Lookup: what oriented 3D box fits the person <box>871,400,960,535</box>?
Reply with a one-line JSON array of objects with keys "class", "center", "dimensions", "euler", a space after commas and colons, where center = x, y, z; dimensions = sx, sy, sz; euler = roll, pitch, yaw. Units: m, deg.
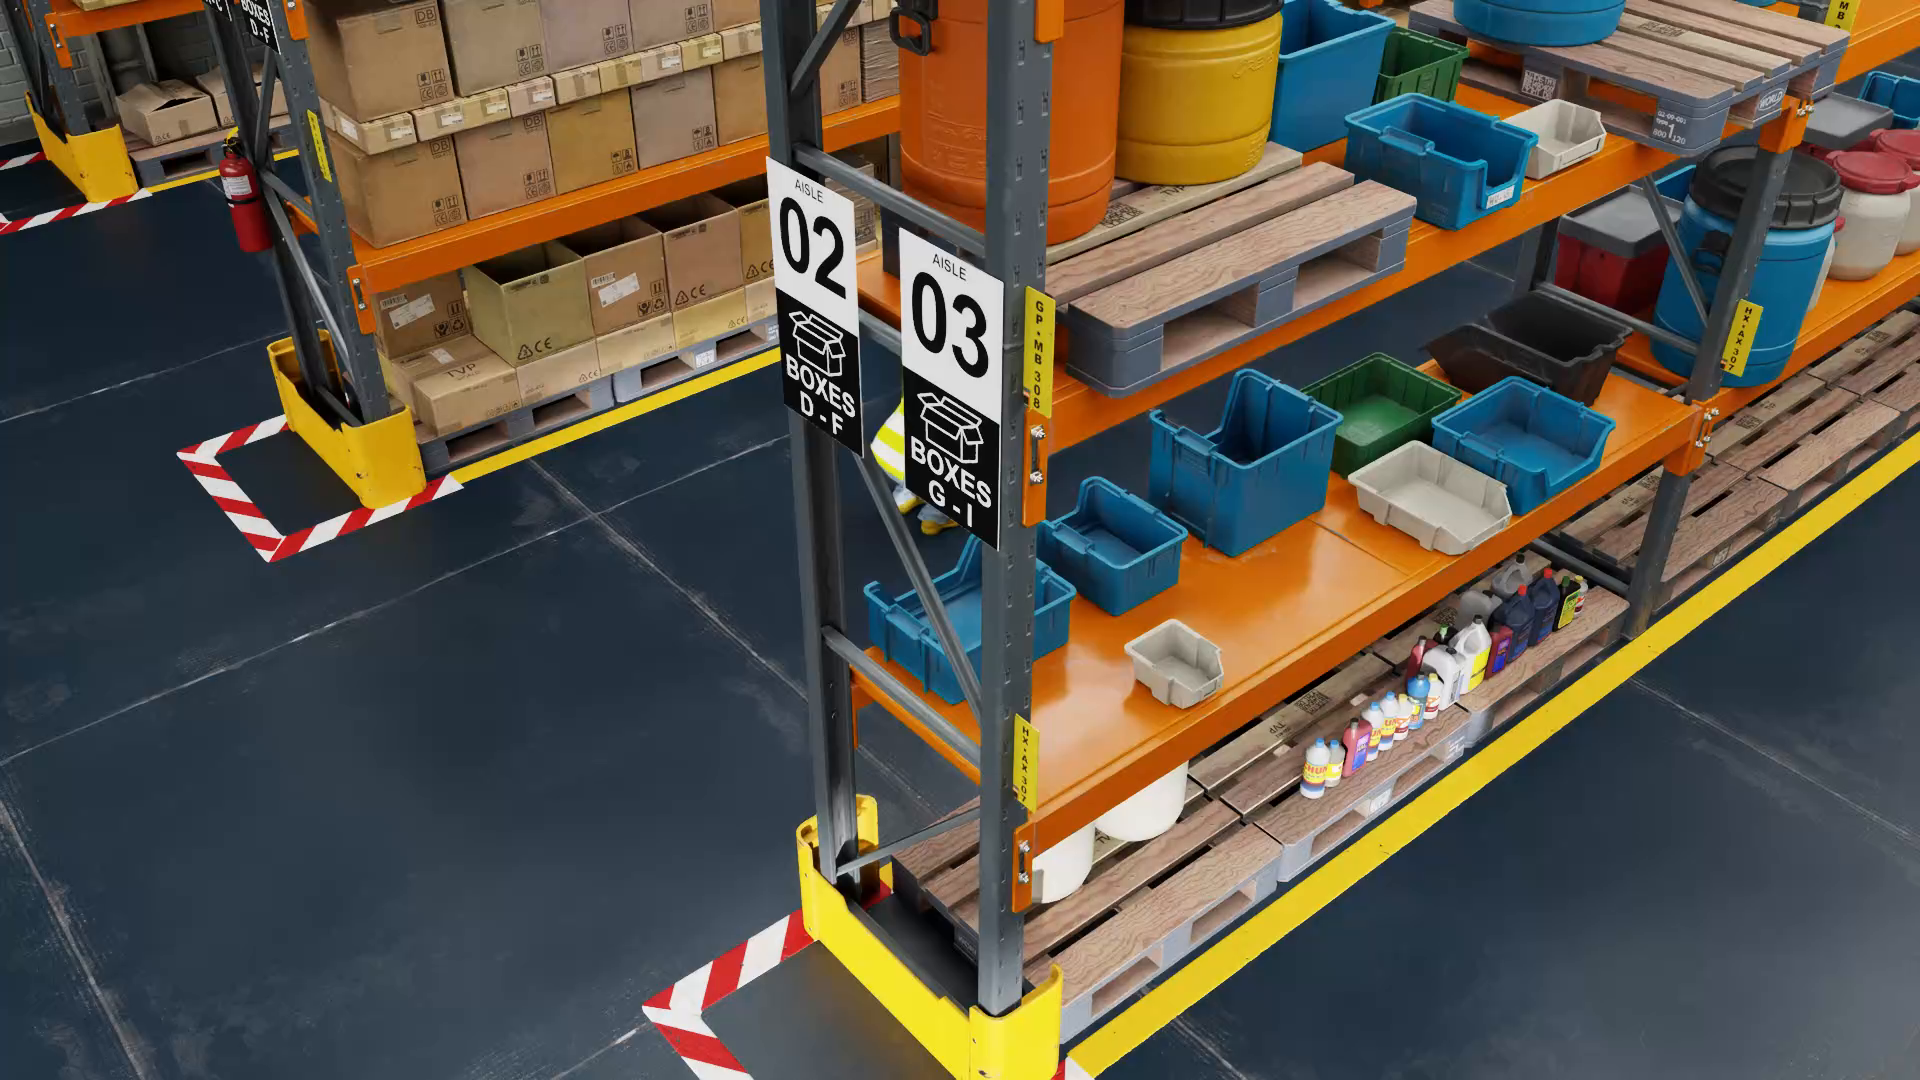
[{"class": "person", "center": [-0.053, -0.524, 8.650], "dimensions": [0.916, 0.888, 0.553], "euler": [-26, 43, -31]}]
